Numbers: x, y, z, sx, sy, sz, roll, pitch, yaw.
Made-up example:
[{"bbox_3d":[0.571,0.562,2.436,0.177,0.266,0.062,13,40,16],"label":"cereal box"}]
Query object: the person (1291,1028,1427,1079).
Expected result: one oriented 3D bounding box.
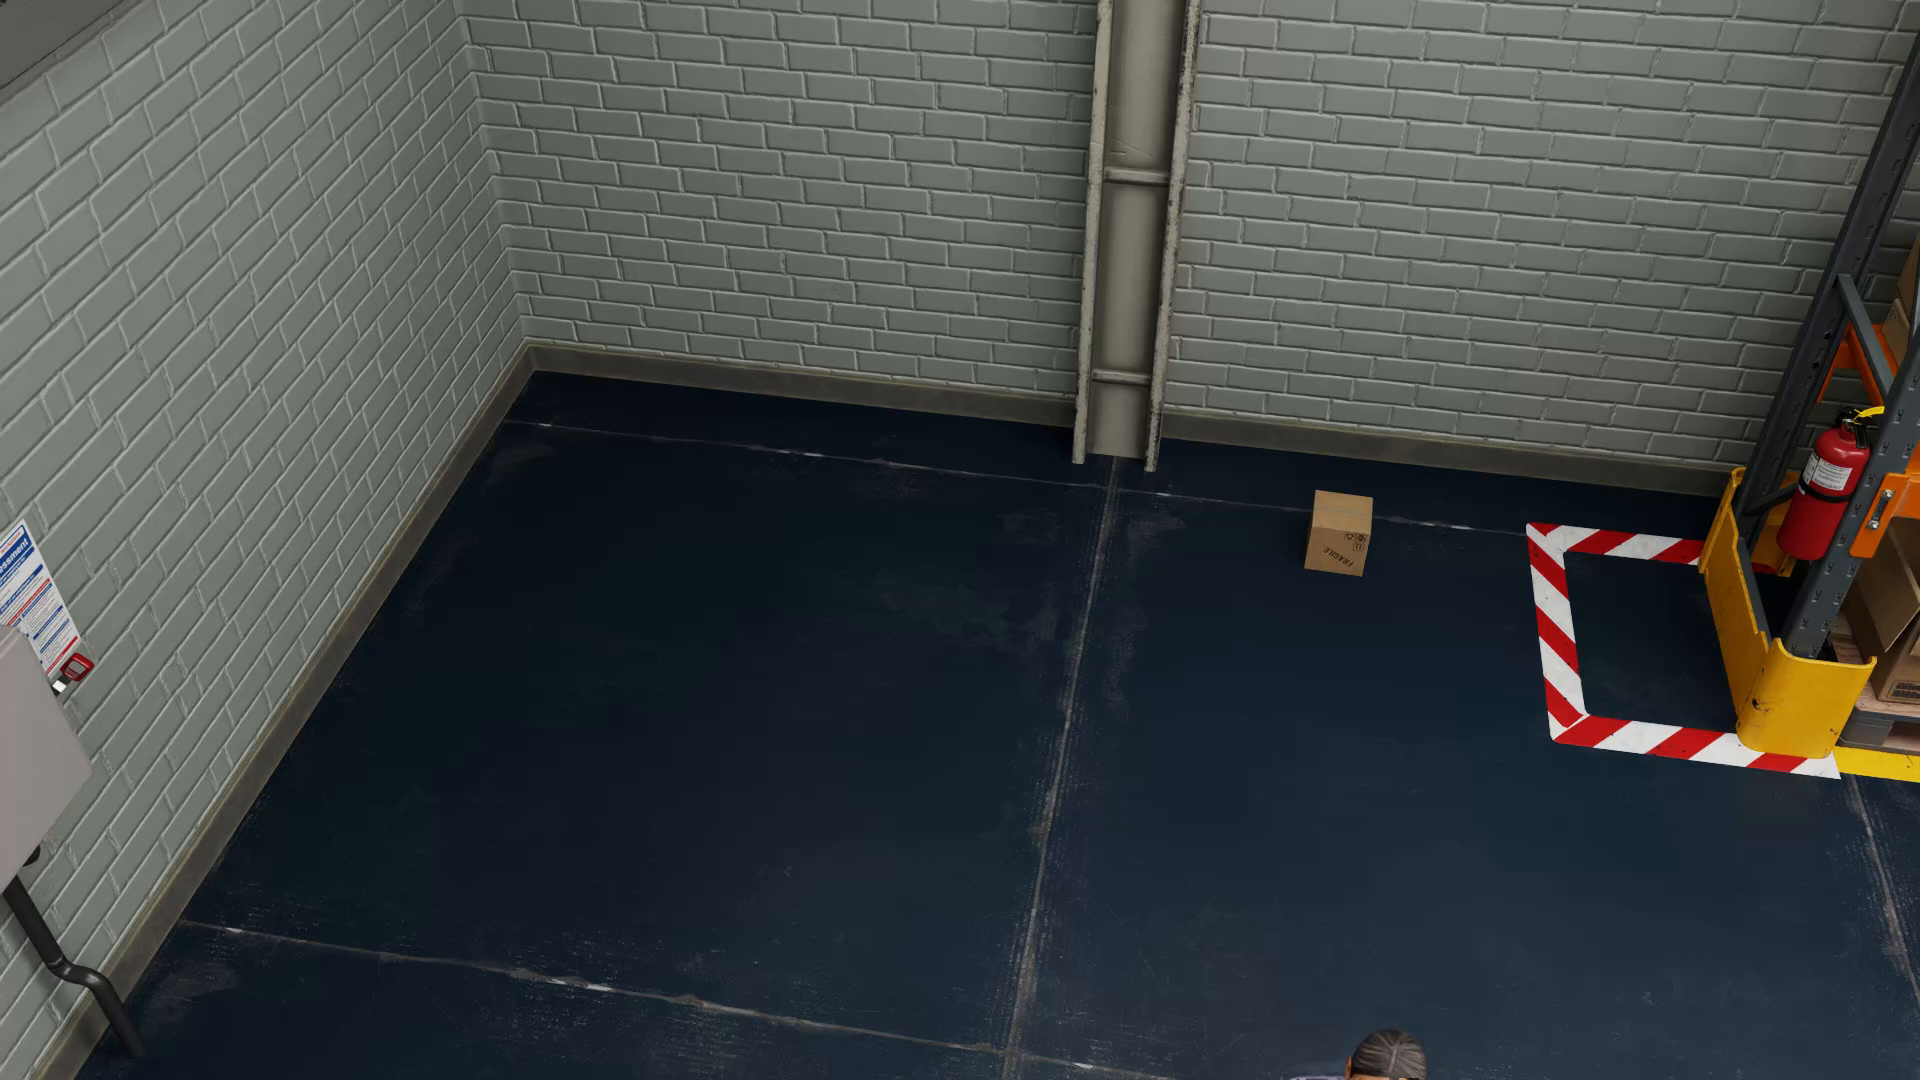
[{"bbox_3d":[0.962,1.752,4.144,0.471,1.583,0.988,3,41,3],"label":"person"}]
